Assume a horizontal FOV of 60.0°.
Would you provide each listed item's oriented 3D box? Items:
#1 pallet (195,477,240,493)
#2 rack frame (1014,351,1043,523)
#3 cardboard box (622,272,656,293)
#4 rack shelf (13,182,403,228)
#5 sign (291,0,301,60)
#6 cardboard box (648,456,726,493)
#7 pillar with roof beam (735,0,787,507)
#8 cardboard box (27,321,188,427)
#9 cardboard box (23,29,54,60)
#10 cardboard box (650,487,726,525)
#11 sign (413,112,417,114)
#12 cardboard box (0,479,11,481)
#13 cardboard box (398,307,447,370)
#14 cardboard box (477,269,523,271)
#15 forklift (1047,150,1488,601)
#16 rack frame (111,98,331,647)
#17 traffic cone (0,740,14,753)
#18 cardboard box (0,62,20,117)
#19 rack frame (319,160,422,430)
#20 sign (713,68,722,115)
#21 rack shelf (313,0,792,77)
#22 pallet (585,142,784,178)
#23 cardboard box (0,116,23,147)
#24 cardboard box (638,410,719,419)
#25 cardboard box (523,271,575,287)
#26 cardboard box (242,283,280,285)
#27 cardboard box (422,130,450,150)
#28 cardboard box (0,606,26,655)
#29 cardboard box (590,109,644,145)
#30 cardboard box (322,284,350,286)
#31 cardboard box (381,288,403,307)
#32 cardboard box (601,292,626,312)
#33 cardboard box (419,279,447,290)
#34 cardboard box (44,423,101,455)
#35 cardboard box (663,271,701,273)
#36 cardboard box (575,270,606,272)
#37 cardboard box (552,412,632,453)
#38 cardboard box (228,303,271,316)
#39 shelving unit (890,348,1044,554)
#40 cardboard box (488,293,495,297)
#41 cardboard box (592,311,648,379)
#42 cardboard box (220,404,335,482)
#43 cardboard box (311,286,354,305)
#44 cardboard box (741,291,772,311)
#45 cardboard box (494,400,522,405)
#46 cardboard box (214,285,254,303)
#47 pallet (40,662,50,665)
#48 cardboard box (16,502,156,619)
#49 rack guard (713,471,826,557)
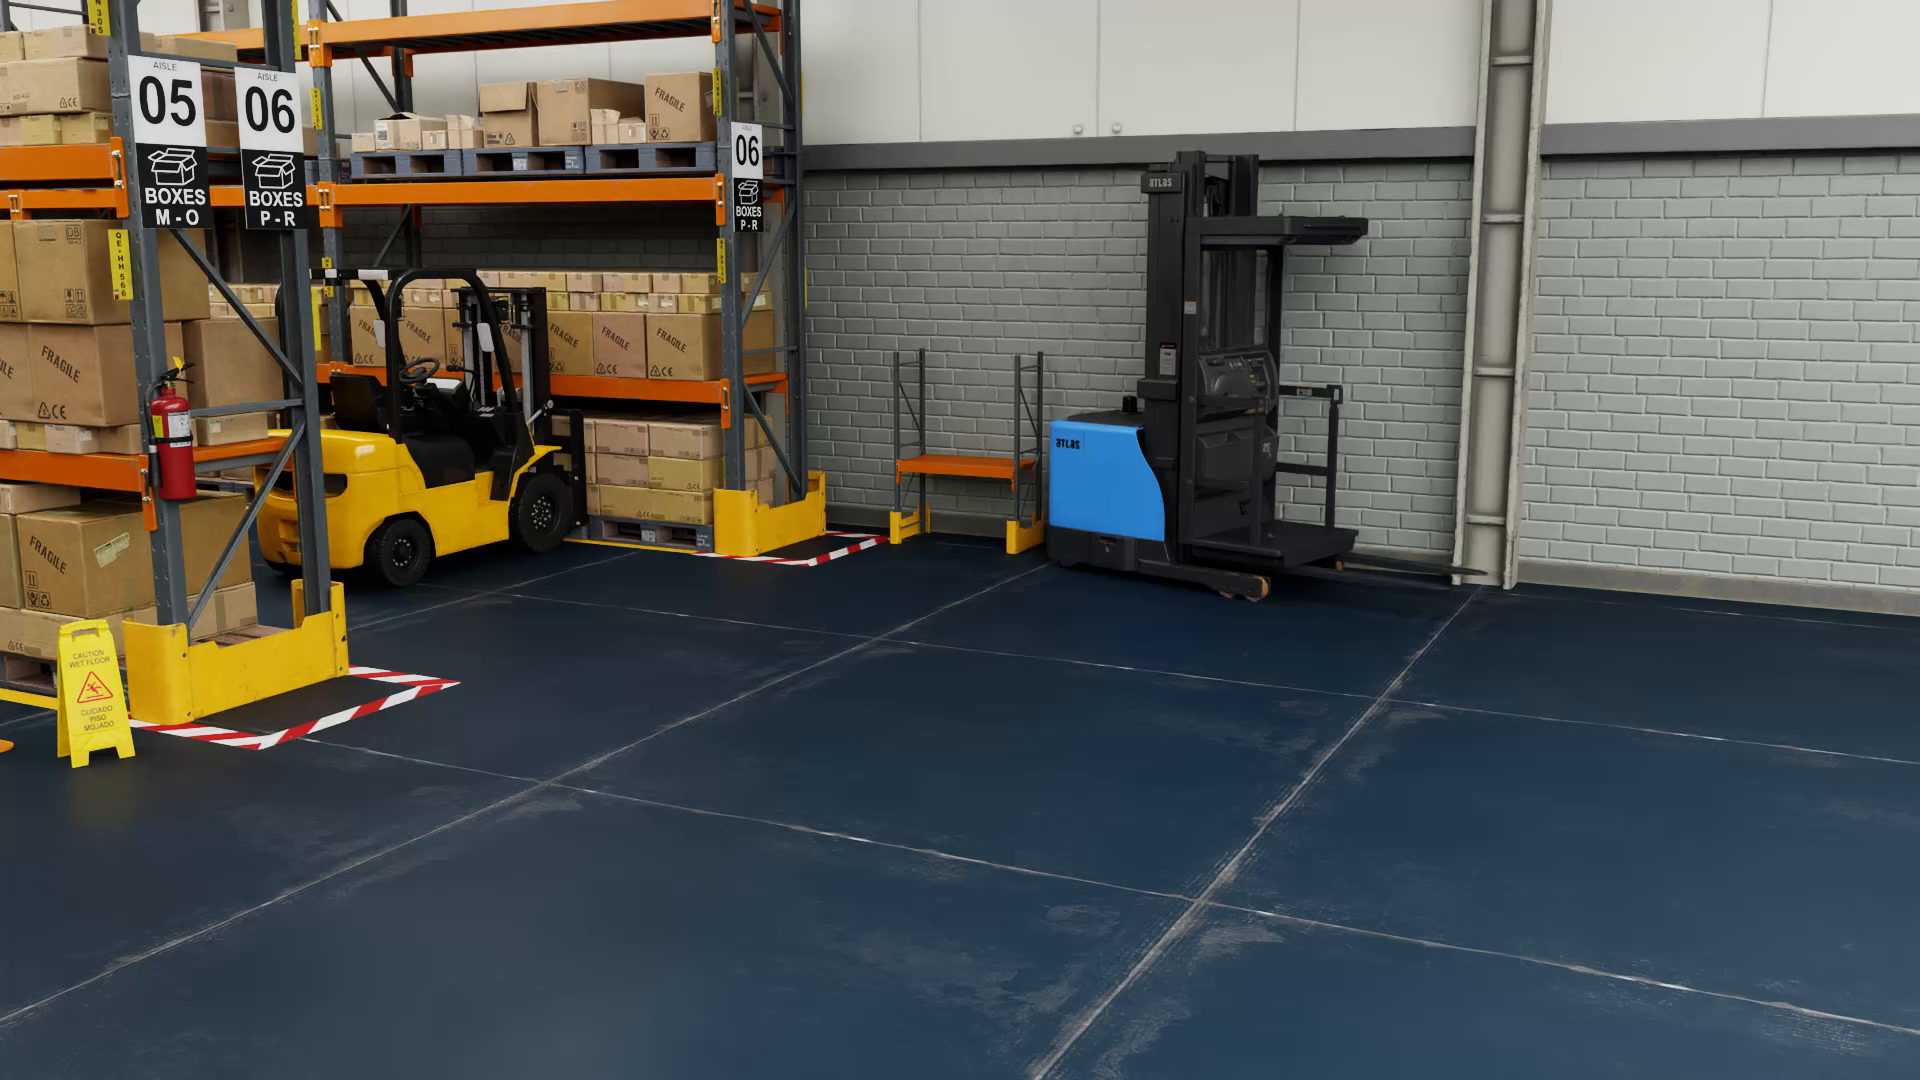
[{"bbox_3d":[-6.863,-0.544,15.641,1.213,0.211,1.003,5,11,26],"label":"pallet"},{"bbox_3d":[0.525,-0.680,12.778,0.032,1.500,0.500,5,11,24],"label":"rack frame"},{"bbox_3d":[-2.396,-1.993,12.882,0.250,0.149,0.380,5,12,27],"label":"cardboard box"},{"bbox_3d":[-6.881,-3.048,15.244,4.000,0.370,1.077,5,11,26],"label":"rack shelf"},{"bbox_3d":[-3.453,-2.653,8.587,0.005,0.325,0.100,5,11,26],"label":"sign"},{"bbox_3d":[-2.075,-0.541,12.934,0.500,0.250,0.500,5,11,25],"label":"cardboard box"},{"bbox_3d":[-3.631,-3.916,9.600,0.400,9.000,9.100,5,11,26],"label":"pillar with roof beam"},{"bbox_3d":[-4.302,-0.854,8.411,0.500,0.500,0.500,5,11,25],"label":"cardboard box"},{"bbox_3d":[-4.341,-2.411,8.170,0.250,0.149,0.380,5,12,27],"label":"cardboard box"},{"bbox_3d":[-2.061,-0.293,12.968,0.500,0.250,0.500,5,11,26],"label":"cardboard box"},{"bbox_3d":[-4.843,-3.626,14.747,0.005,0.325,0.100,5,11,26],"label":"sign"},{"bbox_3d":[-5.110,-0.262,8.867,0.250,0.149,0.380,5,12,27],"label":"cardboard box"},{"bbox_3d":[-4.330,-1.702,13.932,0.500,0.500,0.500,5,12,27],"label":"cardboard box"},{"bbox_3d":[-3.965,-2.251,14.308,0.250,0.149,0.380,5,11,25],"label":"cardboard box"},{"bbox_3d":[2.073,-1.142,11.310,3.031,2.935,1.130,9,14,41],"label":"forklift"},{"bbox_3d":[-3.693,-0.660,8.453,0.127,3.000,1.000,5,11,26],"label":"rack frame"},{"bbox_3d":[-4.649,0.761,7.728,0.334,0.463,0.336,5,11,26],"label":"traffic cone"},{"bbox_3d":[-4.716,-2.248,8.390,0.500,0.250,0.500,5,11,25],"label":"cardboard box"},{"bbox_3d":[-5.087,-1.768,14.576,0.127,3.000,1.000,5,11,26],"label":"rack frame"},{"bbox_3d":[-1.753,-3.240,12.023,0.005,0.325,0.100,5,11,26],"label":"sign"},{"bbox_3d":[-3.294,-4.012,13.271,4.000,0.370,1.077,5,11,26],"label":"rack shelf"},{"bbox_3d":[-2.123,-2.945,12.906,1.213,0.211,1.003,5,11,26],"label":"pallet"},{"bbox_3d":[-4.598,-2.036,8.342,0.250,0.149,0.380,5,12,28],"label":"cardboard box"},{"bbox_3d":[-2.297,-0.905,13.544,0.500,0.250,0.500,5,11,26],"label":"cardboard box"},{"bbox_3d":[-3.293,-2.082,13.374,0.250,0.149,0.380,5,11,27],"label":"cardboard box"},{"bbox_3d":[-6.428,-2.307,15.454,0.250,0.149,0.380,5,11,25],"label":"cardboard box"},{"bbox_3d":[-4.130,-3.232,13.487,0.250,0.149,0.380,5,12,28],"label":"cardboard box"},{"bbox_3d":[-4.998,0.424,9.008,0.500,0.250,0.500,5,11,26],"label":"cardboard box"},{"bbox_3d":[-2.605,-3.155,12.737,0.258,0.266,0.396,5,11,26],"label":"cardboard box"},{"bbox_3d":[-5.525,-2.228,15.015,0.250,0.149,0.380,5,11,24],"label":"cardboard box"},{"bbox_3d":[-4.685,-2.049,14.027,0.250,0.149,0.380,5,12,27],"label":"cardboard box"},{"bbox_3d":[-2.600,-1.871,13.042,0.250,0.149,0.380,5,11,25],"label":"cardboard box"},{"bbox_3d":[-4.240,-2.149,13.743,0.250,0.149,0.380,5,12,27],"label":"cardboard box"},{"bbox_3d":[-4.399,-0.534,8.462,0.250,0.149,0.380,5,11,25],"label":"cardboard box"},{"bbox_3d":[-2.170,-2.073,13.323,0.250,0.149,0.380,5,12,27],"label":"cardboard box"},{"bbox_3d":[-3.081,-2.155,13.775,0.250,0.149,0.380,5,11,26],"label":"cardboard box"},{"bbox_3d":[-2.969,-0.862,13.307,0.500,0.250,0.500,5,11,27],"label":"cardboard box"},{"bbox_3d":[-6.105,-1.977,14.751,0.500,0.250,0.500,5,11,24],"label":"cardboard box"},{"bbox_3d":[0.055,-0.719,12.991,1.083,1.500,0.587,5,11,24],"label":"shelving unit"},{"bbox_3d":[-3.783,-1.964,13.556,0.250,0.149,0.380,5,11,24],"label":"cardboard box"},{"bbox_3d":[-2.519,-1.541,13.043,0.500,0.500,0.500,5,12,28],"label":"cardboard box"},{"bbox_3d":[-6.253,-0.908,15.312,0.625,0.625,0.875,5,11,25],"label":"cardboard box"},{"bbox_3d":[-5.492,-2.128,14.463,0.250,0.149,0.380,5,12,28],"label":"cardboard box"},{"bbox_3d":[-1.690,-1.889,13.145,0.250,0.149,0.380,5,11,24],"label":"cardboard box"},{"bbox_3d":[-4.099,-1.068,14.444,0.500,0.250,0.500,5,11,25],"label":"cardboard box"},{"bbox_3d":[-6.429,-2.203,14.879,0.250,0.149,0.380,5,11,24],"label":"cardboard box"},{"bbox_3d":[-5.564,0.540,9.652,1.213,0.211,1.003,5,11,26],"label":"pallet"},{"bbox_3d":[-4.527,0.096,8.712,0.500,0.500,0.500,5,11,26],"label":"cardboard box"},{"bbox_3d":[-1.479,-0.221,13.047,0.348,0.500,1.175,5,11,26],"label":"rack guard"}]
